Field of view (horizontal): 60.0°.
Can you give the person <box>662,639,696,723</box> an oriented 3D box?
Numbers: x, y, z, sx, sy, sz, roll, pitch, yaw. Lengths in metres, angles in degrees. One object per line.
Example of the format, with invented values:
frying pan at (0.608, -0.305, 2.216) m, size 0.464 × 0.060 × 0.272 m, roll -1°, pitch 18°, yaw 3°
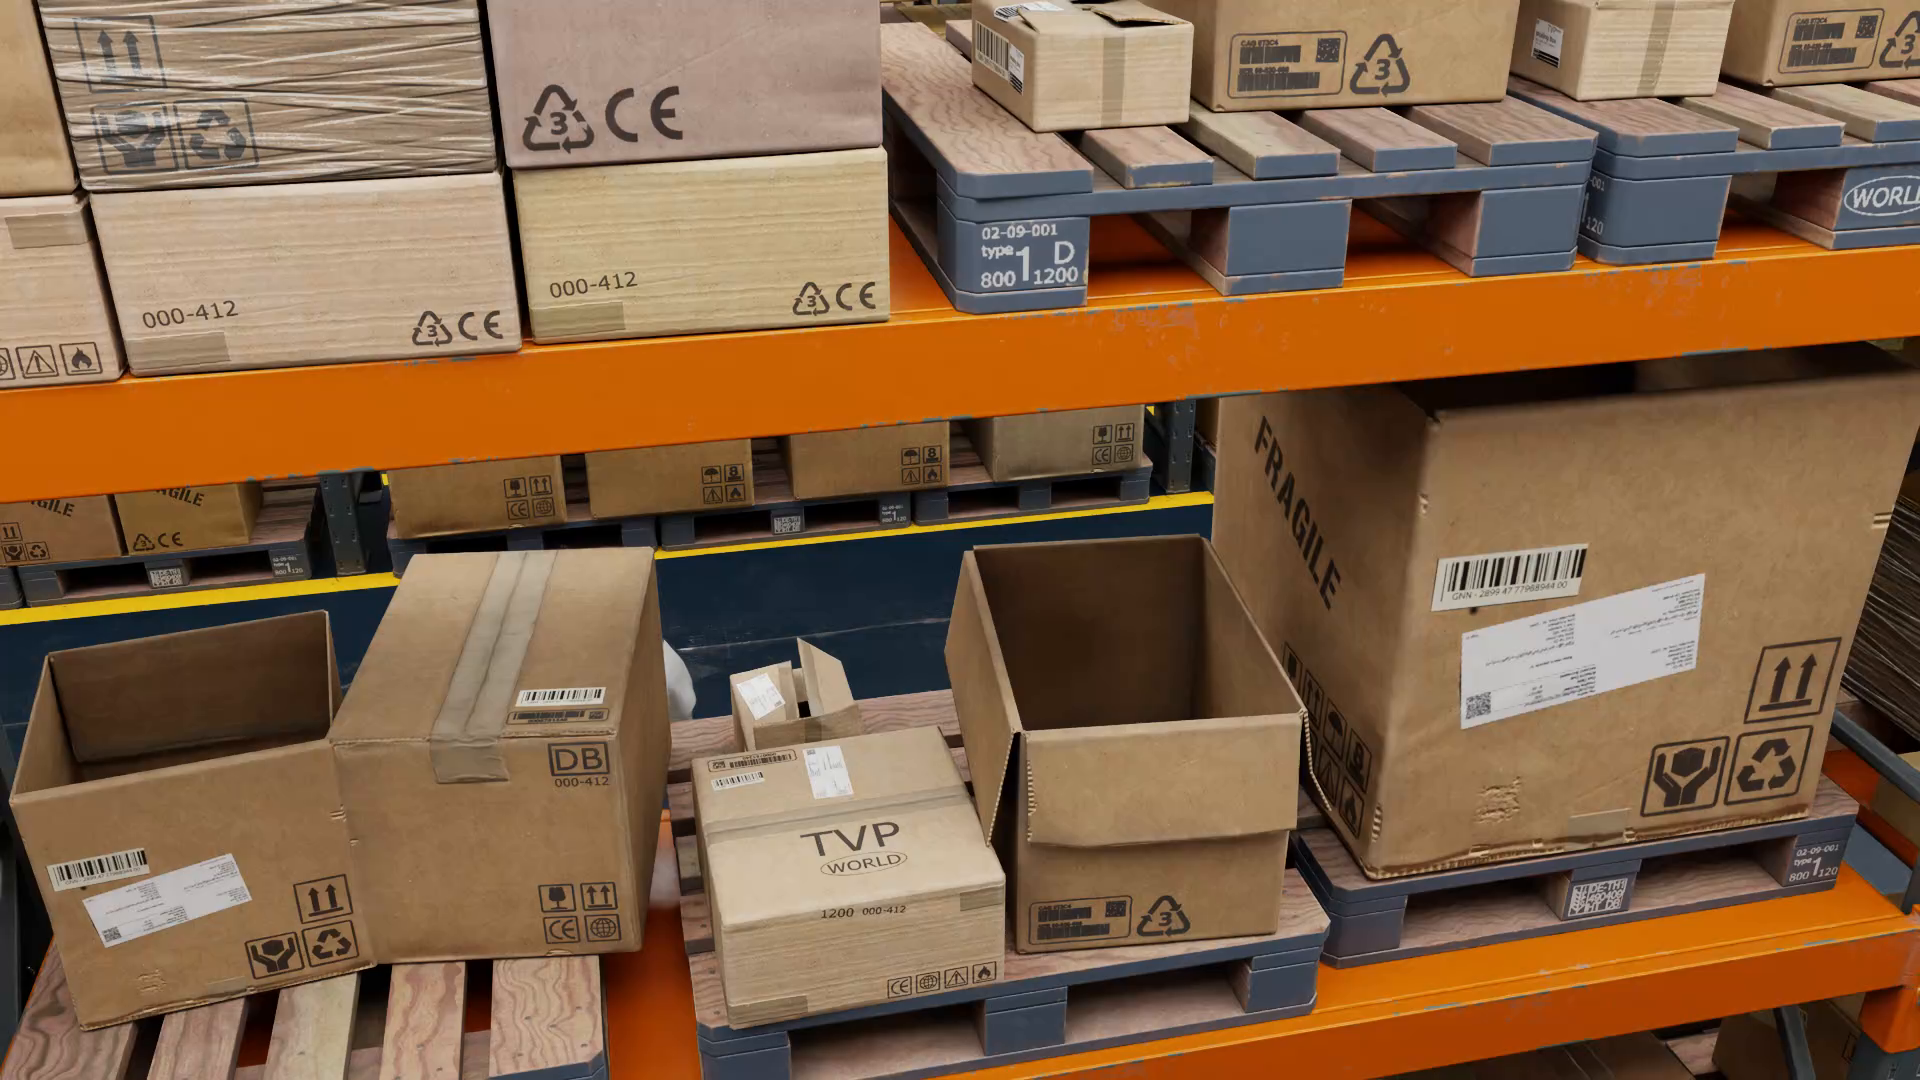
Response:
person at (-1.274, 0.740, 5.360) m, size 0.866 × 1.040 × 0.466 m, roll -7°, pitch 28°, yaw -14°
